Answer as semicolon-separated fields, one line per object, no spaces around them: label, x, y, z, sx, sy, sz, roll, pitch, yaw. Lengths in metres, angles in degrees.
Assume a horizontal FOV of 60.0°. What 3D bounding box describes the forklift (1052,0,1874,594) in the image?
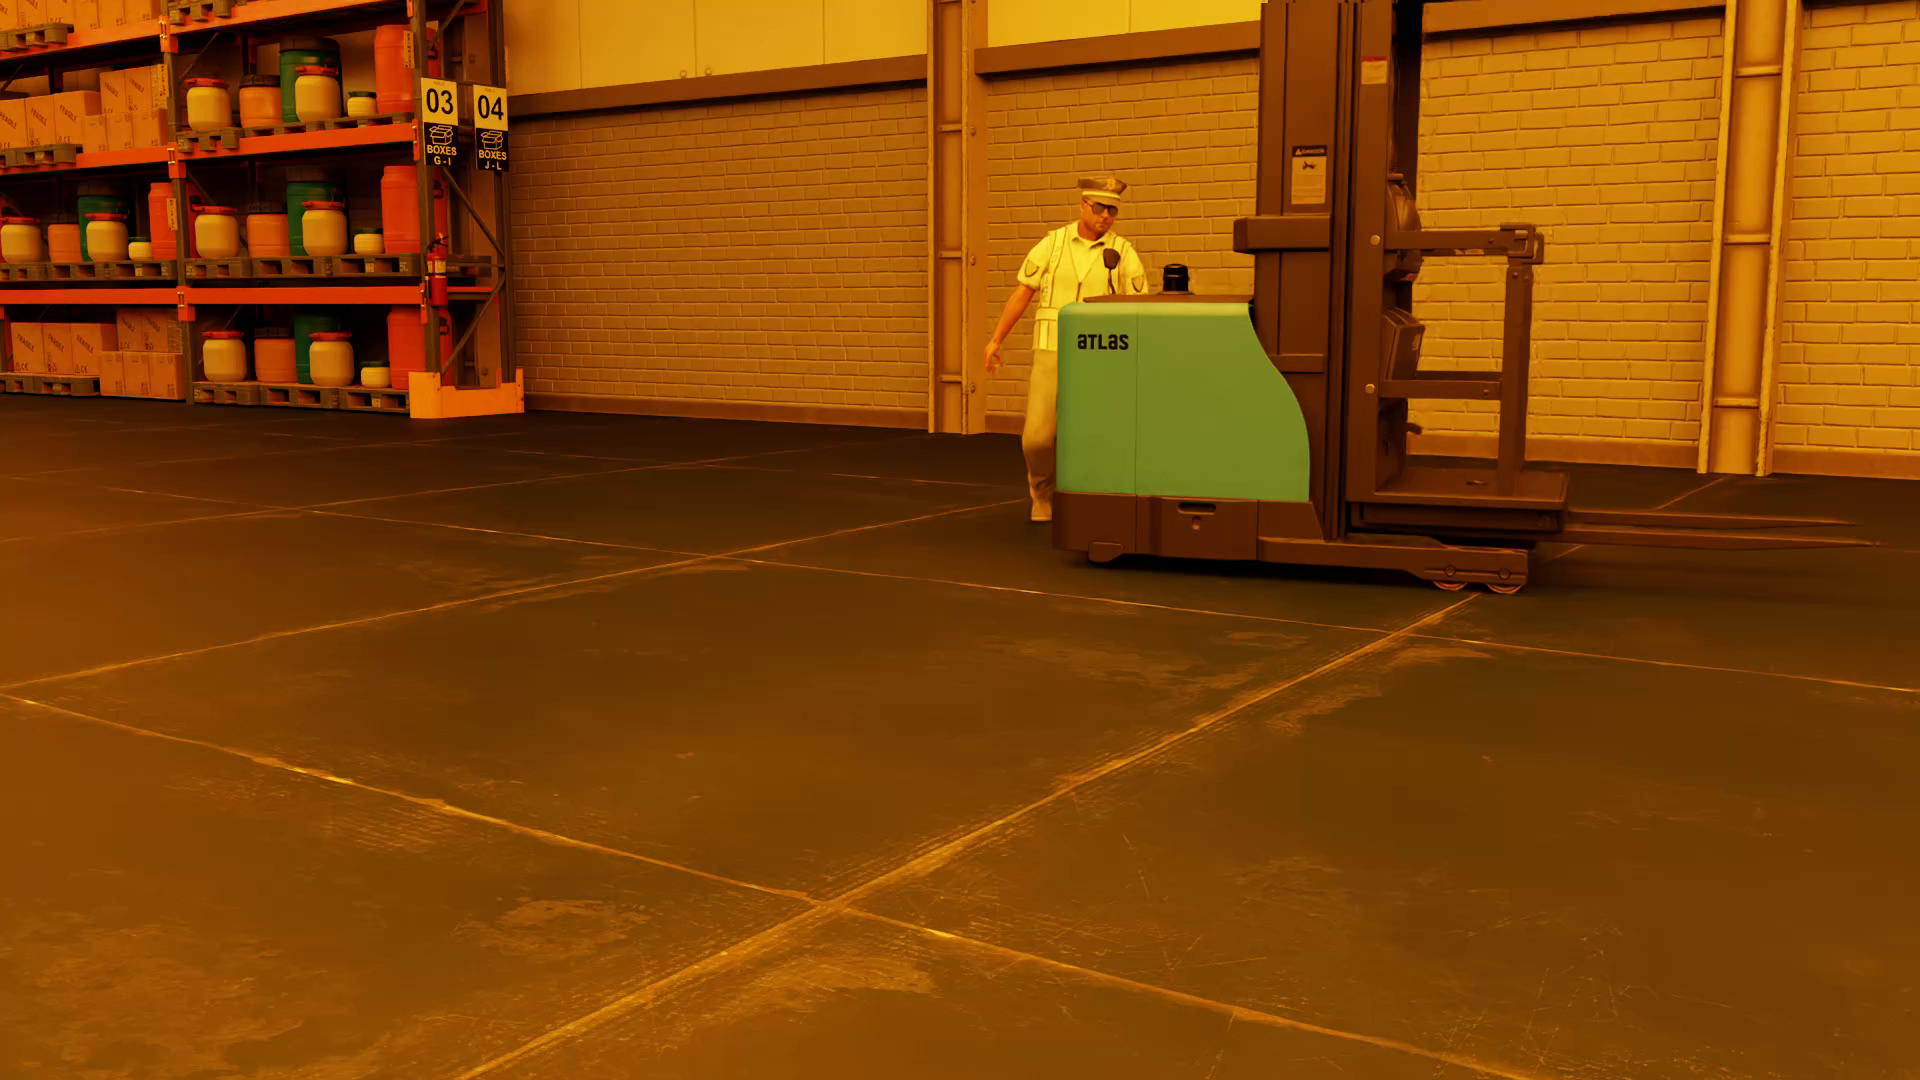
forklift;1.953;-1.335;6.577;3.031;2.935;1.130;3;9;21

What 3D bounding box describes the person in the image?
person;27898.807;-5843.715;41095.623;41473.164;2.662;91009.202;1;8;9
